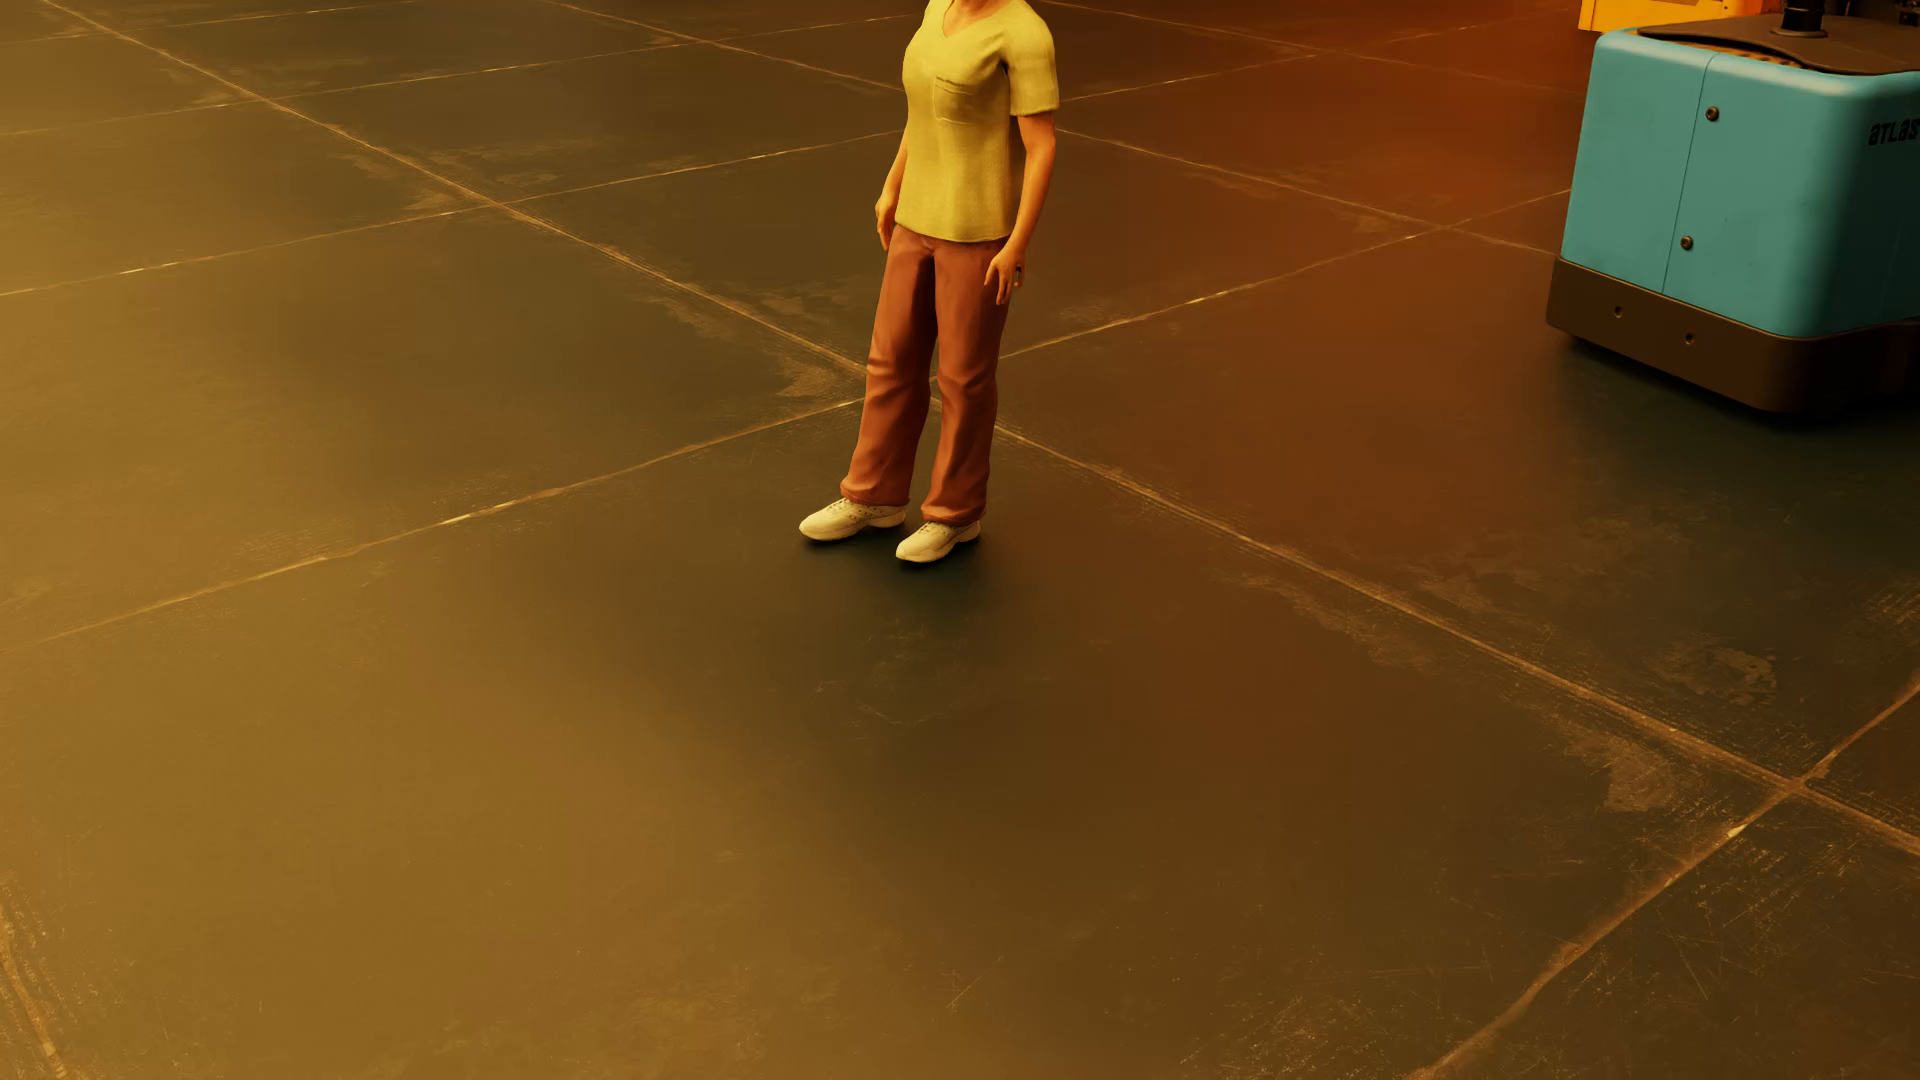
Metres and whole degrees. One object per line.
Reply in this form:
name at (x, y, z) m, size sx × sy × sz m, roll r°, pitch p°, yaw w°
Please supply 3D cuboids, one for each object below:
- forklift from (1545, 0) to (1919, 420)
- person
forklift at (3.630, -2.129, 5.495) m, size 3.031 × 2.935 × 1.130 m, roll -12°, pitch 29°, yaw -23°
person at (-0.064, -0.741, 4.091) m, size 0.549 × 1.675 × 0.553 m, roll -20°, pitch 33°, yaw -35°
